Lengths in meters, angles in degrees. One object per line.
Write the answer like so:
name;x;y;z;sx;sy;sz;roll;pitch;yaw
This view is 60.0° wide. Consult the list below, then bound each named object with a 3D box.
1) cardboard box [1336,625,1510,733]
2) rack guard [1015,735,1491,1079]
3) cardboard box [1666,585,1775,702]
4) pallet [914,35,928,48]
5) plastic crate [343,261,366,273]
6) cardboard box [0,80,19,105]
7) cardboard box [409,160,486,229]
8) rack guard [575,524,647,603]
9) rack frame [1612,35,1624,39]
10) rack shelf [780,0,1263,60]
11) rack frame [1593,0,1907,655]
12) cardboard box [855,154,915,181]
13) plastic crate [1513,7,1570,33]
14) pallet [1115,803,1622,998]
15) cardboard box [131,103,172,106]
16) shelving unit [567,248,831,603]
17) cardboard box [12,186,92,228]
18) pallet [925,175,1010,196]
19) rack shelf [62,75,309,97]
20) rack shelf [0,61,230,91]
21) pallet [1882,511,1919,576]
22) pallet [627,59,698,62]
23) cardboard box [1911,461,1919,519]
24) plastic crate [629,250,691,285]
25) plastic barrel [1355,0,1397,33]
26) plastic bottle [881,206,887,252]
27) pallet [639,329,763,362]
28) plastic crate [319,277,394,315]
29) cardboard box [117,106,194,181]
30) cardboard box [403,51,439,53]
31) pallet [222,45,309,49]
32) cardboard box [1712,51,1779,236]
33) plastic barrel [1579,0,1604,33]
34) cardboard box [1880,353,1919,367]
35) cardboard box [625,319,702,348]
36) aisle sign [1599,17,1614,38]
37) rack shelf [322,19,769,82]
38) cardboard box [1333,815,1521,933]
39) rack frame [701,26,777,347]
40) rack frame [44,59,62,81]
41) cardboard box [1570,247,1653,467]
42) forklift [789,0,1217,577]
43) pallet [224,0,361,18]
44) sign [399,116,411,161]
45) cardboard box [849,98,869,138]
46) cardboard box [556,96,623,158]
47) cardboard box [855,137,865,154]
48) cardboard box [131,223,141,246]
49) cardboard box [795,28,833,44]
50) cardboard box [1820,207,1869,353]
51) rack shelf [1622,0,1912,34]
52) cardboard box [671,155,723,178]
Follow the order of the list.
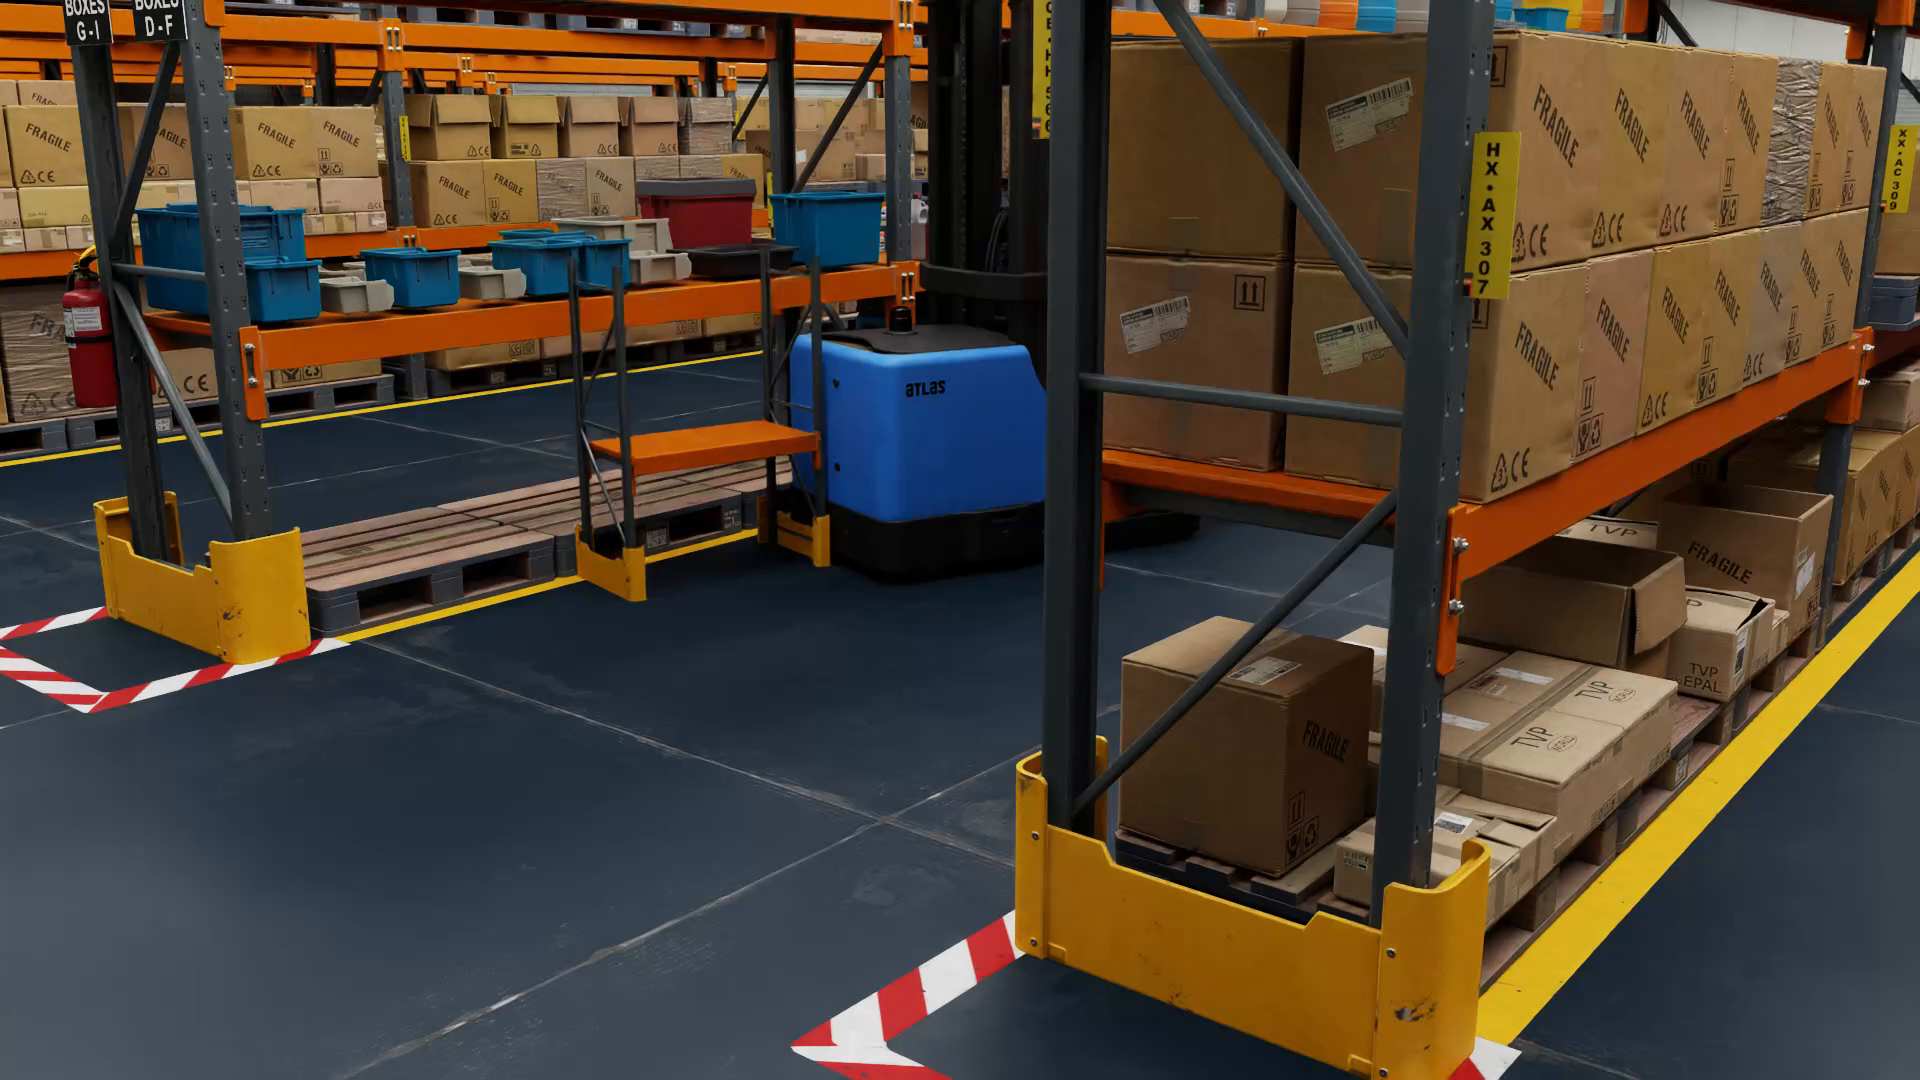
cardboard box;1.404;0.490;5.292;0.500;0.250;0.500;11;18;38
rack guard;0.681;0.887;4.115;1.175;0.500;0.348;11;18;38
cardboard box;2.538;0.311;5.874;0.500;0.311;0.500;11;18;38
pallet;-0.648;-5.203;17.303;1.213;0.211;1.003;11;18;38
plastic crate;-2.652;-1.216;7.730;0.396;0.136;0.243;11;18;38
cardboard box;-8.756;-3.842;14.816;0.500;0.500;0.500;11;18;36
cardboard box;-4.072;-2.707;12.984;0.500;0.500;0.500;11;18;38
rack guard;-1.625;0.101;7.718;0.087;0.250;0.587;-11;18;-36
rack frame;6.839;-4.141;18.831;1.000;3.000;0.127;11;18;38
rack shelf;0.554;-3.331;11.012;1.077;0.370;4.000;11;18;38
rack frame;3.147;-1.076;6.765;1.000;3.000;0.127;11;18;38
cardboard box;-0.809;-3.792;16.908;0.500;0.250;0.500;11;18;36
plastic crate;5.874;-5.175;16.843;0.392;0.384;0.575;11;18;38
pallet;1.181;0.875;4.752;1.003;0.211;1.213;11;18;38
cardboard box;-10.187;-5.203;20.778;0.500;0.500;0.500;12;18;39
shelving unit;-1.230;-0.579;7.857;1.083;1.500;0.587;-11;18;-36
cardboard box;-5.918;-2.161;10.739;0.500;0.250;0.500;11;18;36
pallet;-0.121;-3.925;18.369;1.003;0.211;1.213;11;18;38
rack shelf;-12.356;-7.165;26.102;1.077;0.370;4.000;11;18;38
rack shelf;-11.007;-5.631;20.066;1.077;0.370;4.000;11;18;38
pallet;4.395;-0.120;8.668;1.003;0.211;1.213;11;18;38
pallet;-3.860;-6.106;20.864;0.805;0.209;1.217;10;18;35
cardboard box;4.605;-0.427;8.397;0.500;0.500;0.500;10;18;35
plastic crate;-1.564;-1.364;8.314;0.293;0.136;0.466;11;18;38
plastic barrel;3.352;-4.690;13.883;0.600;0.901;0.708;11;18;38
plastic bottle;-0.477;-1.978;10.570;0.152;0.276;0.135;11;18;38
pallet;-2.596;-1.885;15.613;1.003;0.211;1.213;11;18;38
plastic crate;-2.540;-1.023;6.972;0.250;0.136;0.298;11;18;38
cardboard box;-5.695;-2.799;11.725;0.500;0.500;0.500;11;18;36
cardboard box;-5.997;-5.516;17.948;0.500;0.500;0.500;11;18;38
pallet;-7.230;-5.060;16.738;1.213;0.211;1.003;11;18;38
cardboard box;2.077;-1.181;4.944;0.500;0.500;0.500;11;18;37
plastic barrel;6.632;-5.894;17.914;0.600;0.830;0.708;11;18;38
cardboard box;4.584;-0.783;8.275;0.500;0.250;0.500;11;18;36
cardboard box;-3.058;-2.251;14.853;1.225;0.875;0.875;11;18;38
aisle sign;7.115;-5.369;18.385;0.394;0.787;0.004;11;18;38
rack shelf;-3.299;-4.098;14.029;1.077;0.370;4.000;11;18;38
cardboard box;1.164;0.832;4.153;0.380;0.149;0.250;11;18;38
rack frame;-2.042;-3.375;15.818;1.000;3.000;0.127;11;18;38
rack frame;-8.350;-3.396;15.900;1.000;3.000;0.127;11;18;38
cardboard box;1.437;-0.502;4.303;0.500;0.500;0.500;11;18;37
forklift;0.652;-1.500;8.574;3.031;2.935;1.130;-9;17;-31
pallet;-5.078;-3.865;11.834;1.003;0.211;1.213;11;18;38
sign;-4.123;-2.982;12.349;0.100;0.325;0.005;11;18;38
cardboard box;-1.803;-6.020;23.728;0.875;0.550;0.550;11;18;38
cardboard box;-3.342;-3.519;14.141;0.797;0.503;0.637;12;19;39
cardboard box;-1.784;-5.492;23.847;0.875;0.550;0.550;11;18;38
cardboard box;-5.624;-2.033;11.045;0.380;0.149;0.250;11;18;36
cardboard box;-1.548;-4.807;15.666;0.500;0.250;0.500;12;18;39
cardboard box;3.032;-0.989;6.220;0.500;0.500;0.500;12;18;38
rack shelf;1.890;-1.798;4.976;1.077;0.370;4.000;11;18;38
cardboard box;-2.477;-3.196;14.910;0.500;0.500;0.500;11;18;37
